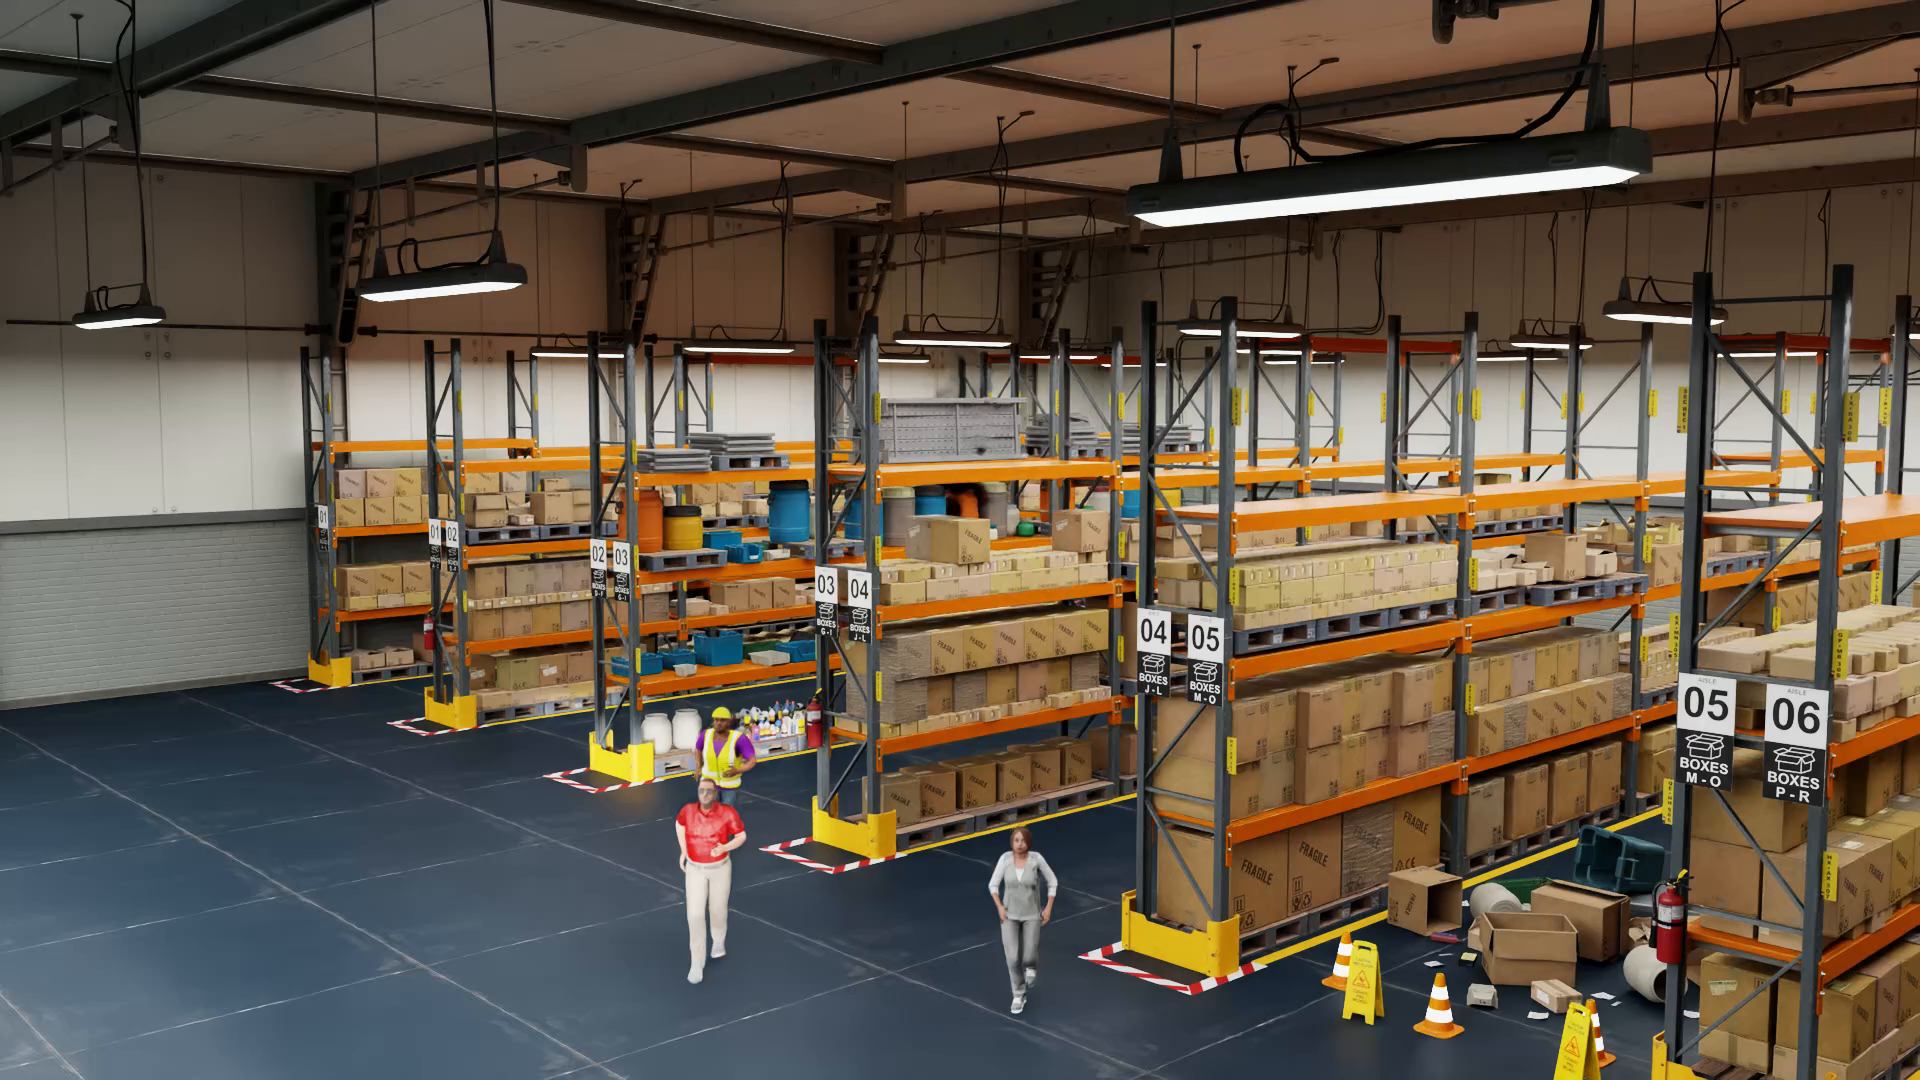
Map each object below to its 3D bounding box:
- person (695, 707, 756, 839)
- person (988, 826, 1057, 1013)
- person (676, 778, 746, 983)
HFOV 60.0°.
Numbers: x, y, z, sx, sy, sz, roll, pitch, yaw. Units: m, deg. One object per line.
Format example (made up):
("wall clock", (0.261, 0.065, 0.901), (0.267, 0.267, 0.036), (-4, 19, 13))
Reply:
("person", (-2.559, 2.686, 18.143), (0.701, 1.800, 0.844), (0, 5, 0))
("person", (0.527, 3.180, 14.017), (0.579, 1.546, 0.573), (1, 5, 7))
("person", (-2.236, 3.008, 14.924), (0.644, 1.790, 0.795), (0, 5, -5))
